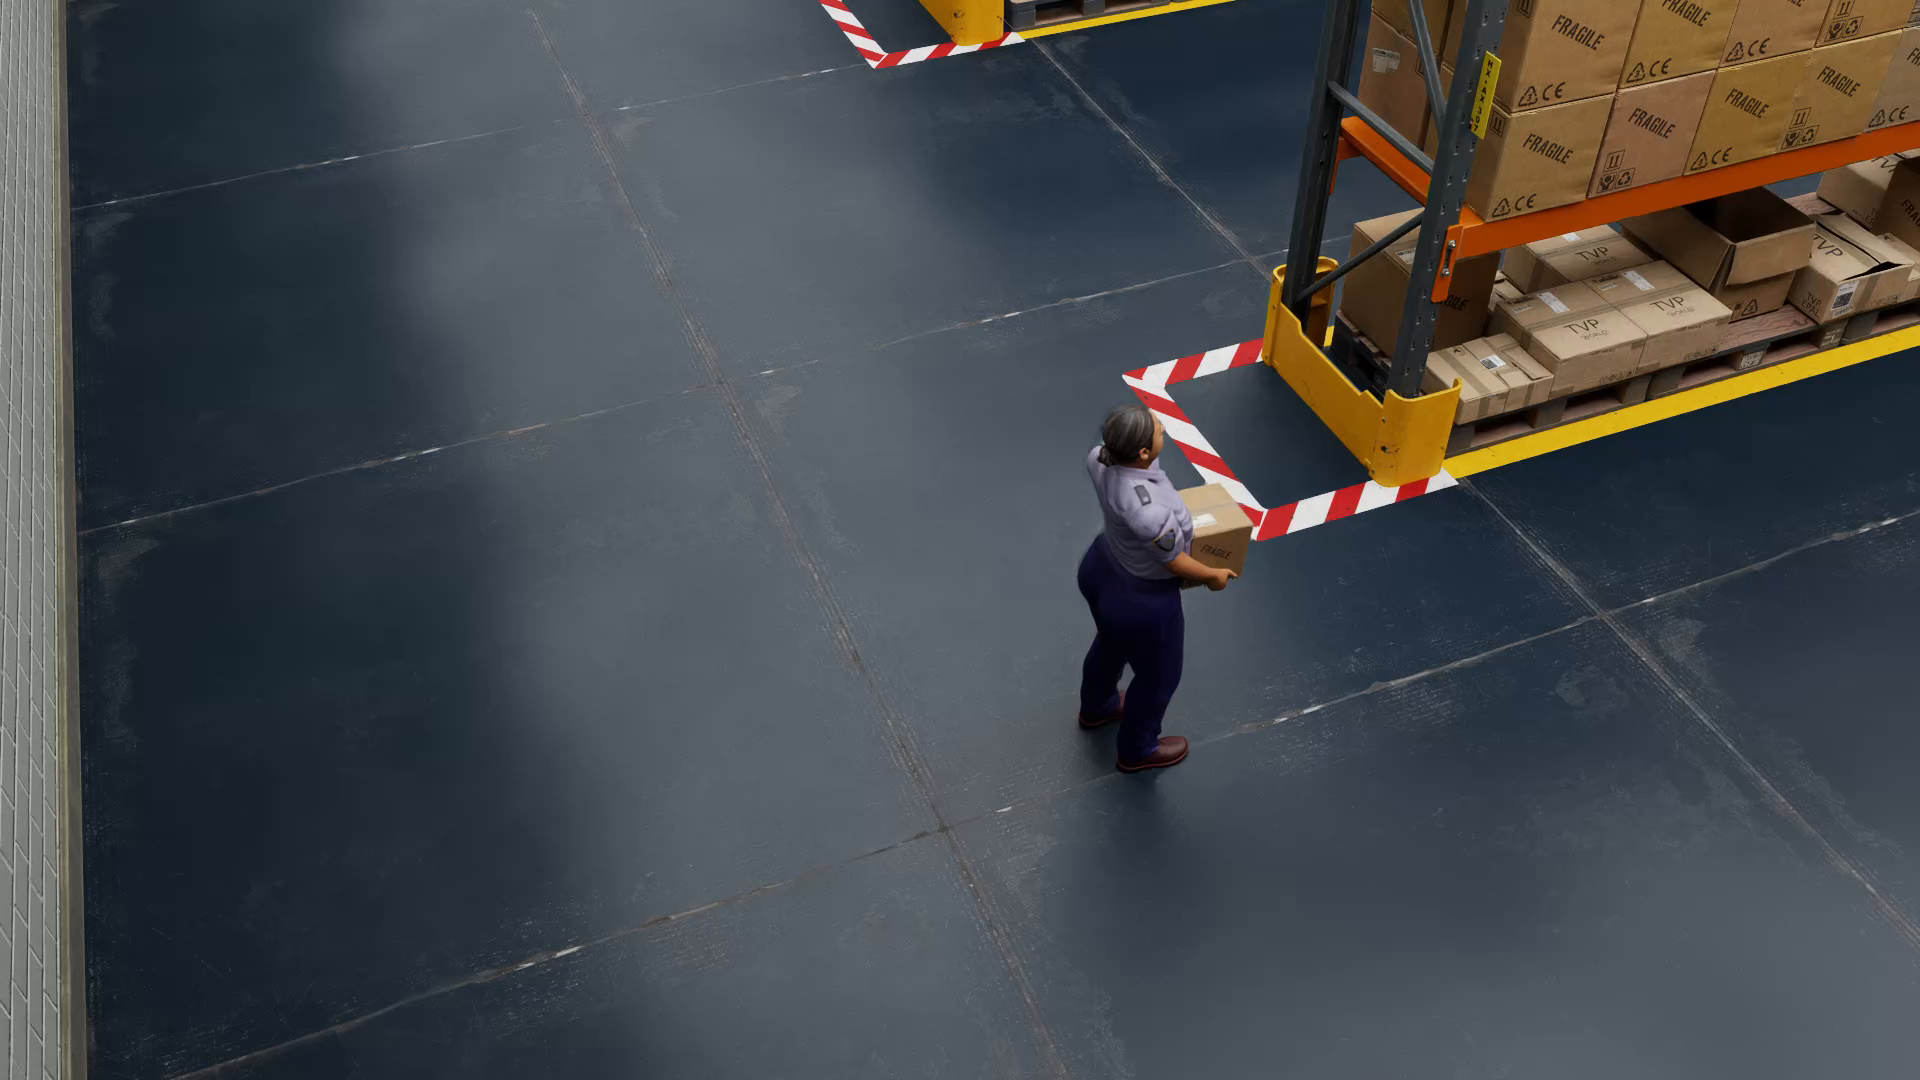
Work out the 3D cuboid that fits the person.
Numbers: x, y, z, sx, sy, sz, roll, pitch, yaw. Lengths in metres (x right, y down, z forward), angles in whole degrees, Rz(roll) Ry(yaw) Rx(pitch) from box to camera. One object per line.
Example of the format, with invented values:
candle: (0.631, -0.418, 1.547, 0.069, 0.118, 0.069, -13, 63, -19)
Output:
person: (0.697, 0.155, 6.007, 0.512, 1.634, 0.455, -15, 44, -16)
